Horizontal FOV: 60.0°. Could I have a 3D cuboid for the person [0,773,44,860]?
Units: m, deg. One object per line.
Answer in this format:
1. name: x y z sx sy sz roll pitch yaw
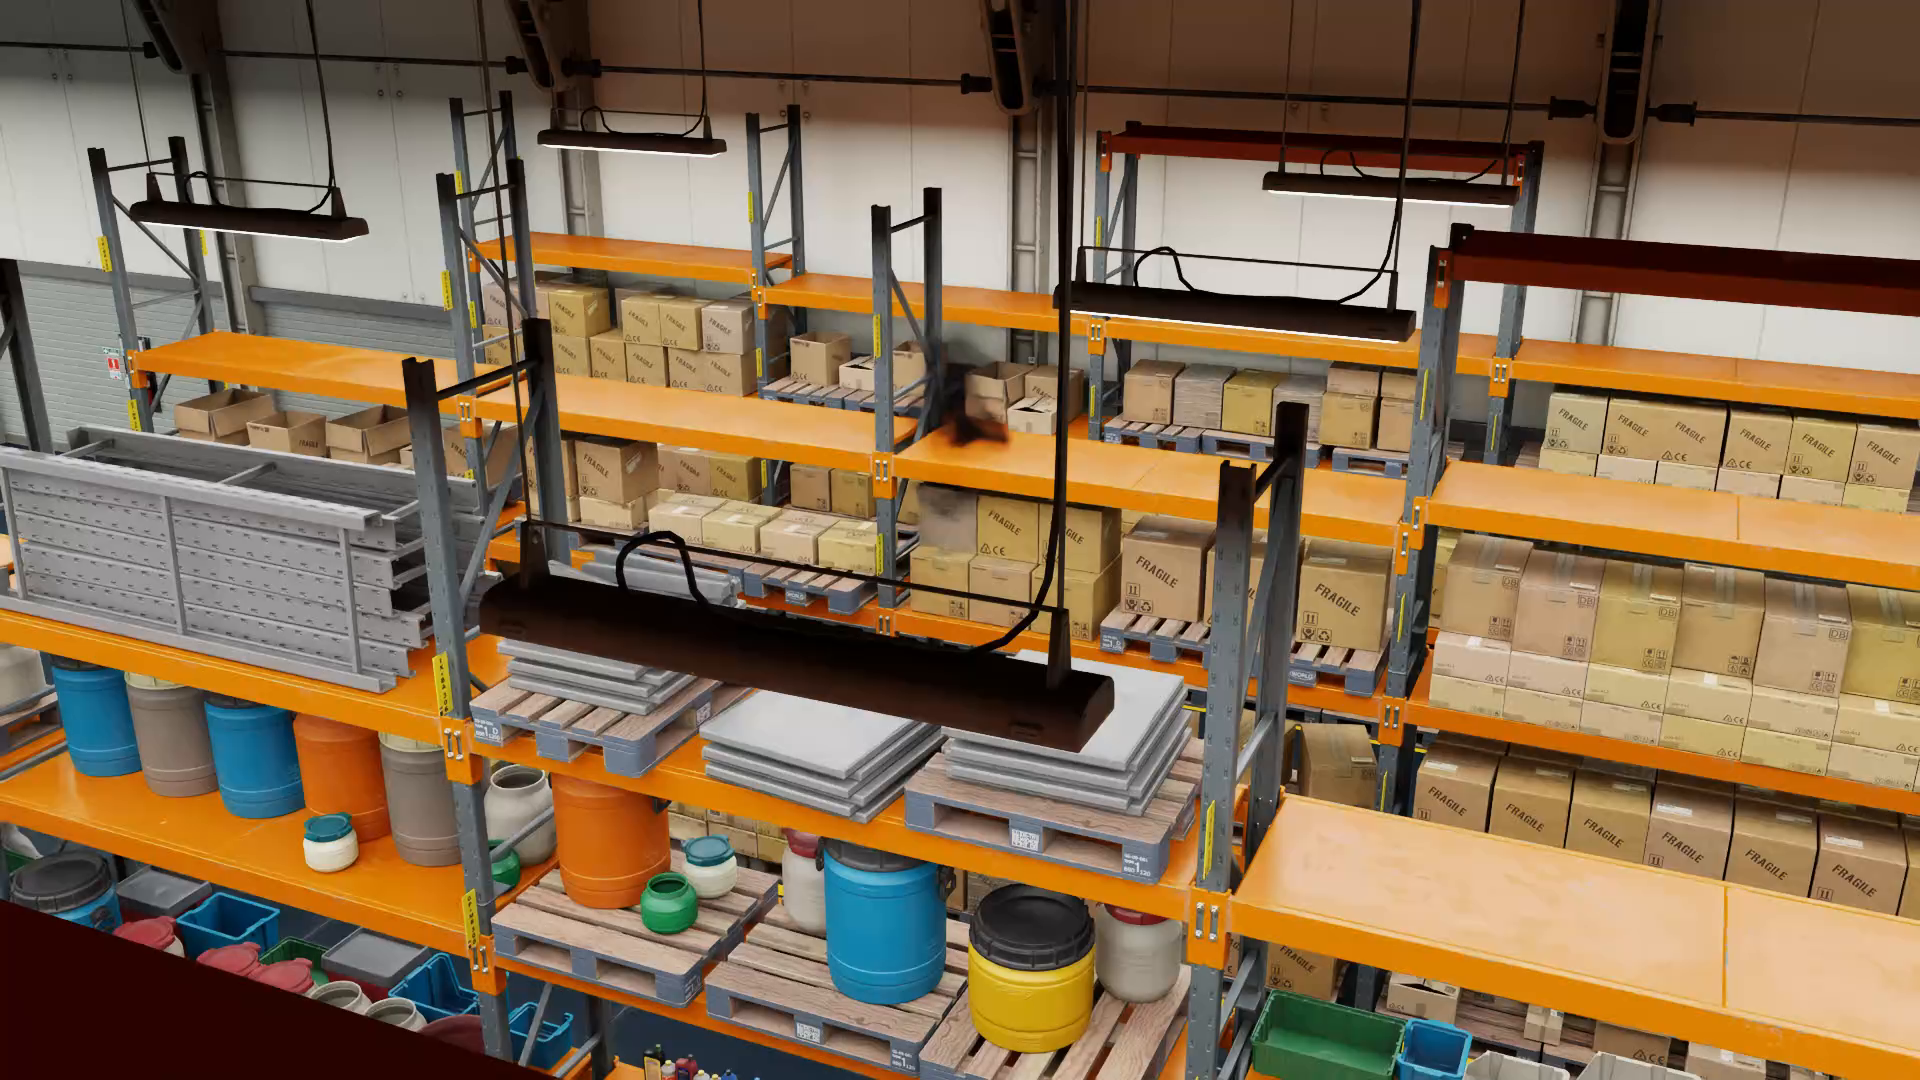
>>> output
1. person: -8.318 2.235 14.404 0.700 1.694 0.542 1 21 4
